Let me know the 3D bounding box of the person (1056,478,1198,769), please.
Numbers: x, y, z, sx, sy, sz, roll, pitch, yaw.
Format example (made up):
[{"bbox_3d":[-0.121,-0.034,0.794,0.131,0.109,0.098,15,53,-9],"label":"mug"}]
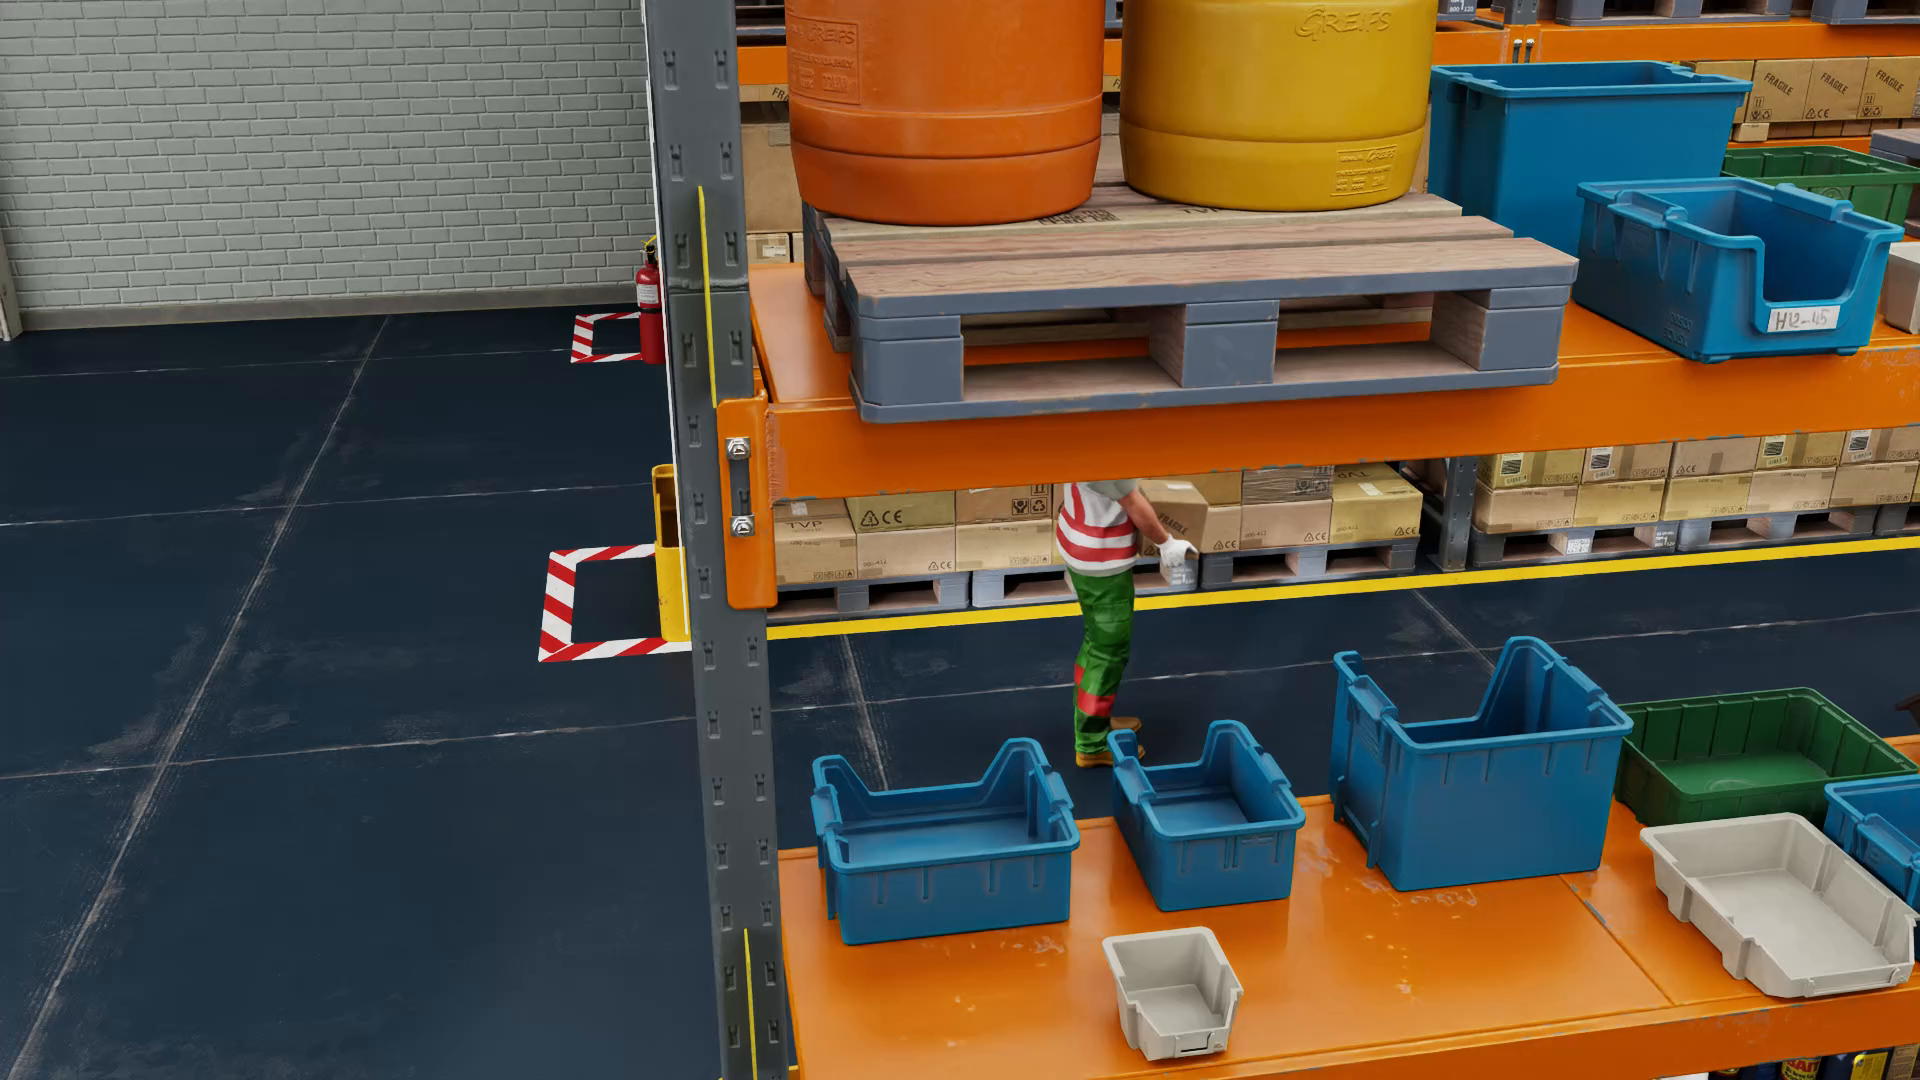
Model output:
[{"bbox_3d":[0.673,0.070,6.908,0.556,1.784,0.494,-4,23,-9],"label":"person"}]
